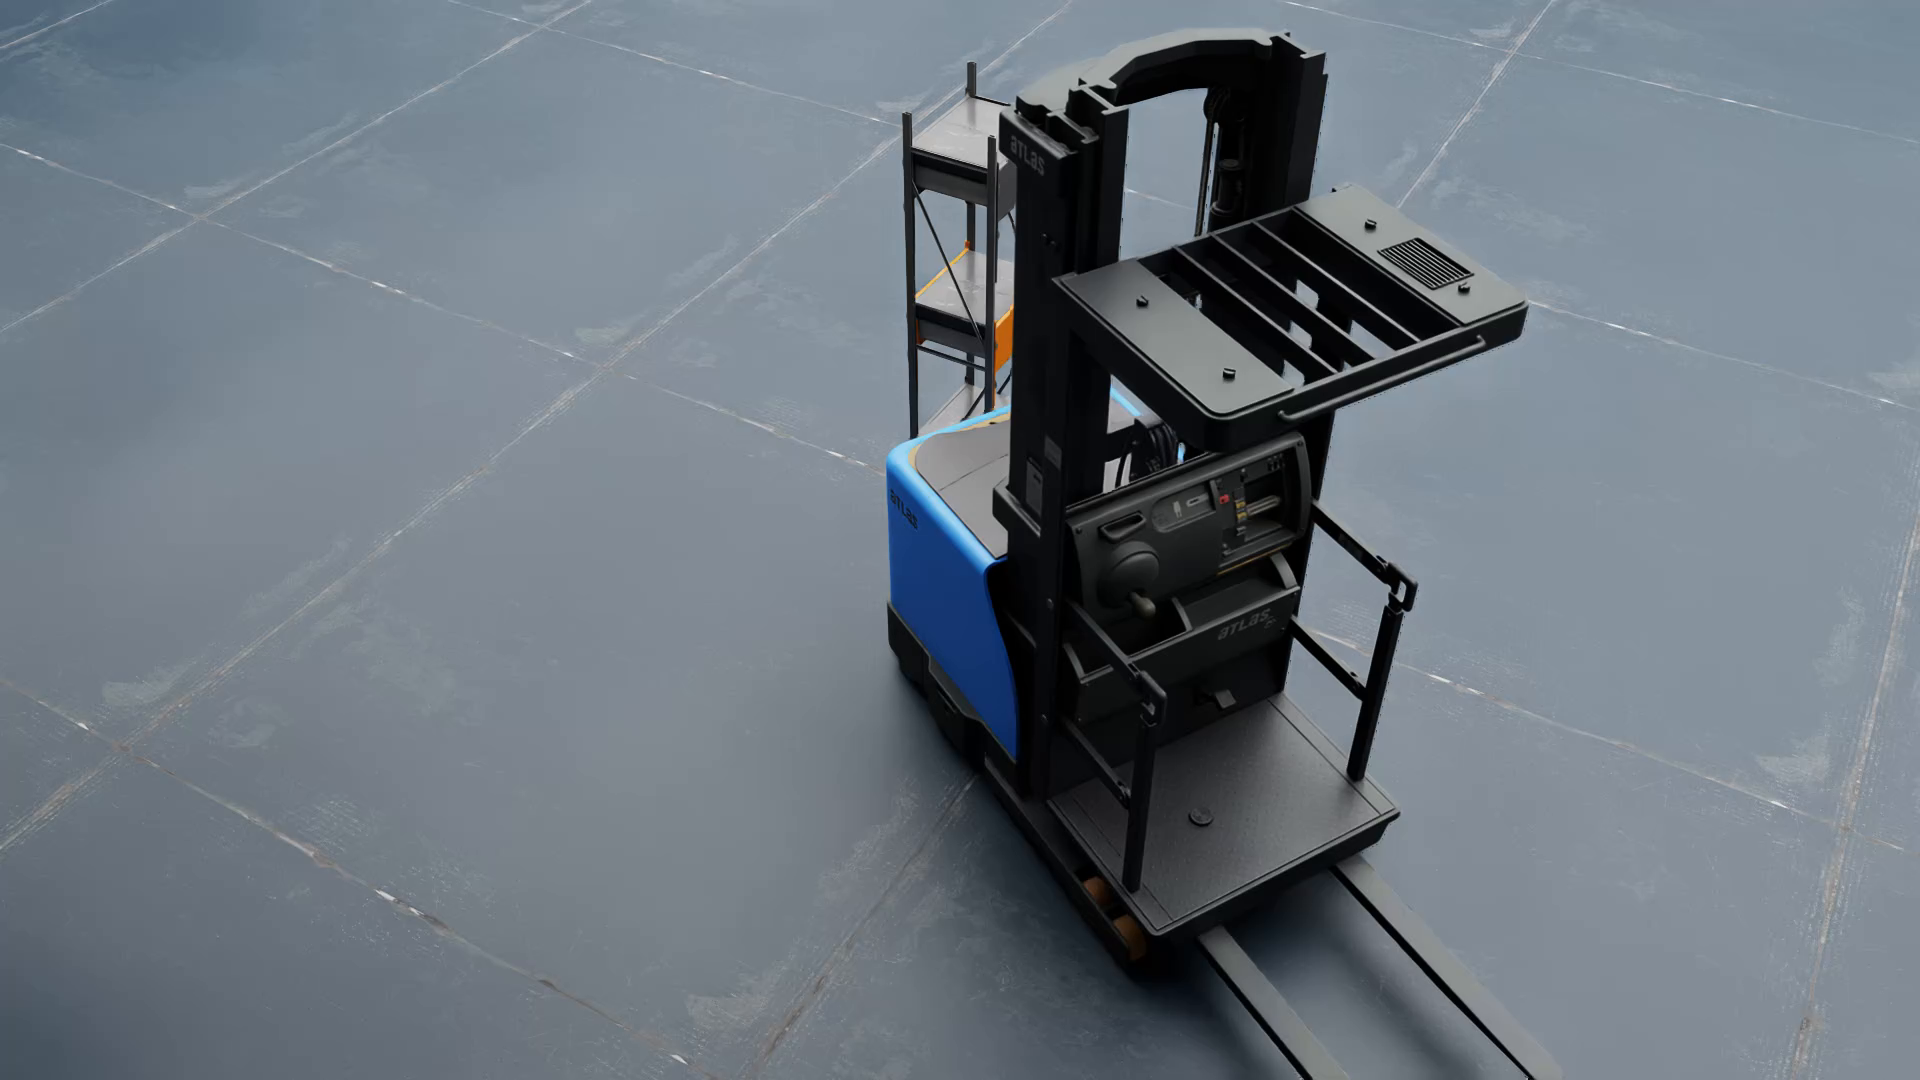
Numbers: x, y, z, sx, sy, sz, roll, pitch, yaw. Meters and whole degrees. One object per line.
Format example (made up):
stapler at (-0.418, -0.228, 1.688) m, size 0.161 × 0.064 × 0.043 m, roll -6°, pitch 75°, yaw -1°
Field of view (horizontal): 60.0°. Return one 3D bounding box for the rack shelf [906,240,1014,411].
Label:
rack shelf at (0.083, -0.872, 6.988) m, size 0.431 × 0.518 × 0.480 m, roll 21°, pitch 45°, yaw 22°

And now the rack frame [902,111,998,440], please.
rack frame at (-0.039, -0.743, 6.821) m, size 0.400 × 2.100 × 0.015 m, roll 21°, pitch 45°, yaw 22°

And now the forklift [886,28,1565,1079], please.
forklift at (0.875, 0.038, 5.305) m, size 1.130 × 2.935 × 3.031 m, roll -21°, pitch 46°, yaw -22°

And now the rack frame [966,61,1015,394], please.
rack frame at (0.205, -1.022, 7.138) m, size 0.400 × 2.100 × 0.015 m, roll 21°, pitch 45°, yaw 22°

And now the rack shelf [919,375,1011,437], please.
rack shelf at (0.083, -0.347, 7.451) m, size 0.431 × 0.518 × 0.480 m, roll 21°, pitch 45°, yaw 22°

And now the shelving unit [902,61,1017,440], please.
shelving unit at (0.083, -0.883, 6.979) m, size 0.431 × 2.100 × 0.503 m, roll 21°, pitch 45°, yaw 22°

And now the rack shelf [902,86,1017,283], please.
rack shelf at (0.083, -1.398, 6.526) m, size 0.431 × 0.518 × 0.480 m, roll 21°, pitch 45°, yaw 22°
